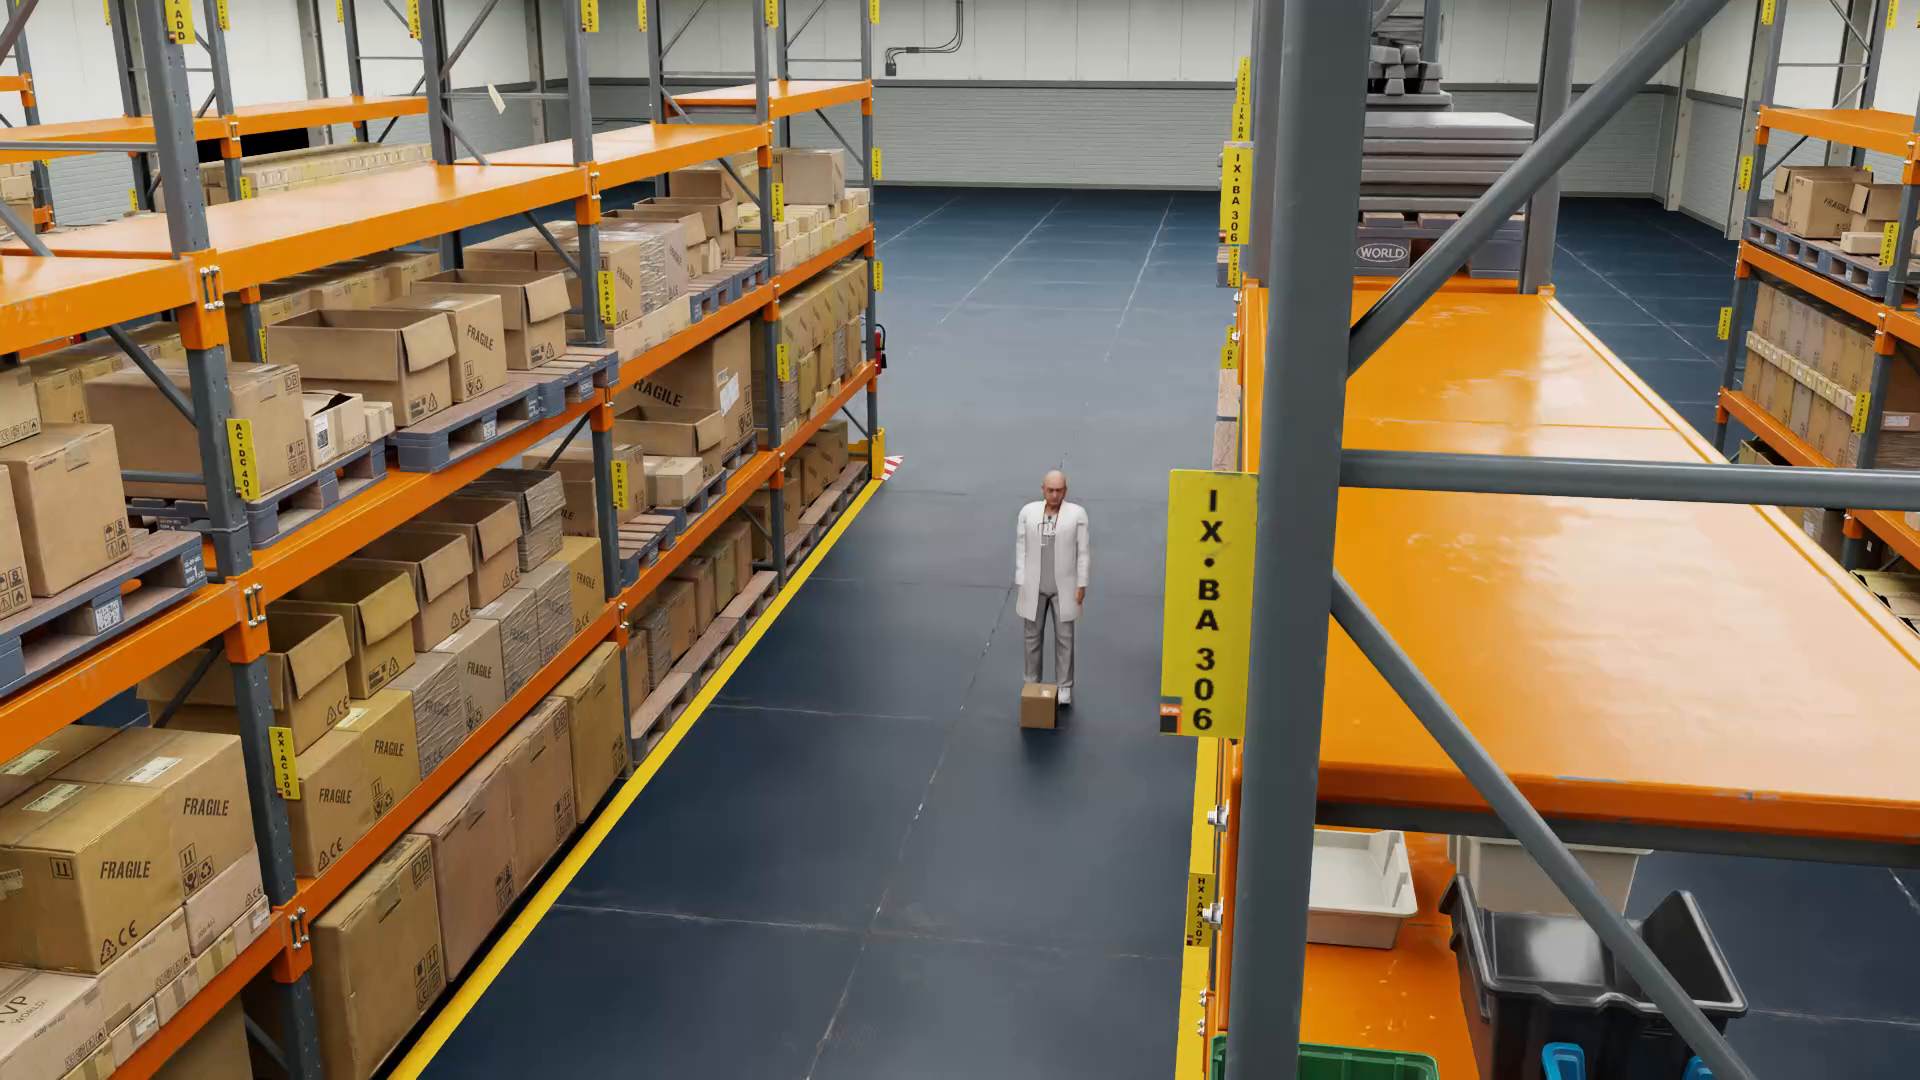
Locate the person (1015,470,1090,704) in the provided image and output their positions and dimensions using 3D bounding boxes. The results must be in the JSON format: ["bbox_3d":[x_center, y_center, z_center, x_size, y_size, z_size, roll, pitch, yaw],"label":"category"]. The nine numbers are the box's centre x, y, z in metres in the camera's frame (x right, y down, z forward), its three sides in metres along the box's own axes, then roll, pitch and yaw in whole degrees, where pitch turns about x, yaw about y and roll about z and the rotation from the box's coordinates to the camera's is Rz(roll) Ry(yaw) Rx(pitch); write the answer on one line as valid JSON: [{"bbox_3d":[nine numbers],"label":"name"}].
[{"bbox_3d":[0.691,0.351,12.476,0.564,1.776,0.386,3,18,10],"label":"person"}]
